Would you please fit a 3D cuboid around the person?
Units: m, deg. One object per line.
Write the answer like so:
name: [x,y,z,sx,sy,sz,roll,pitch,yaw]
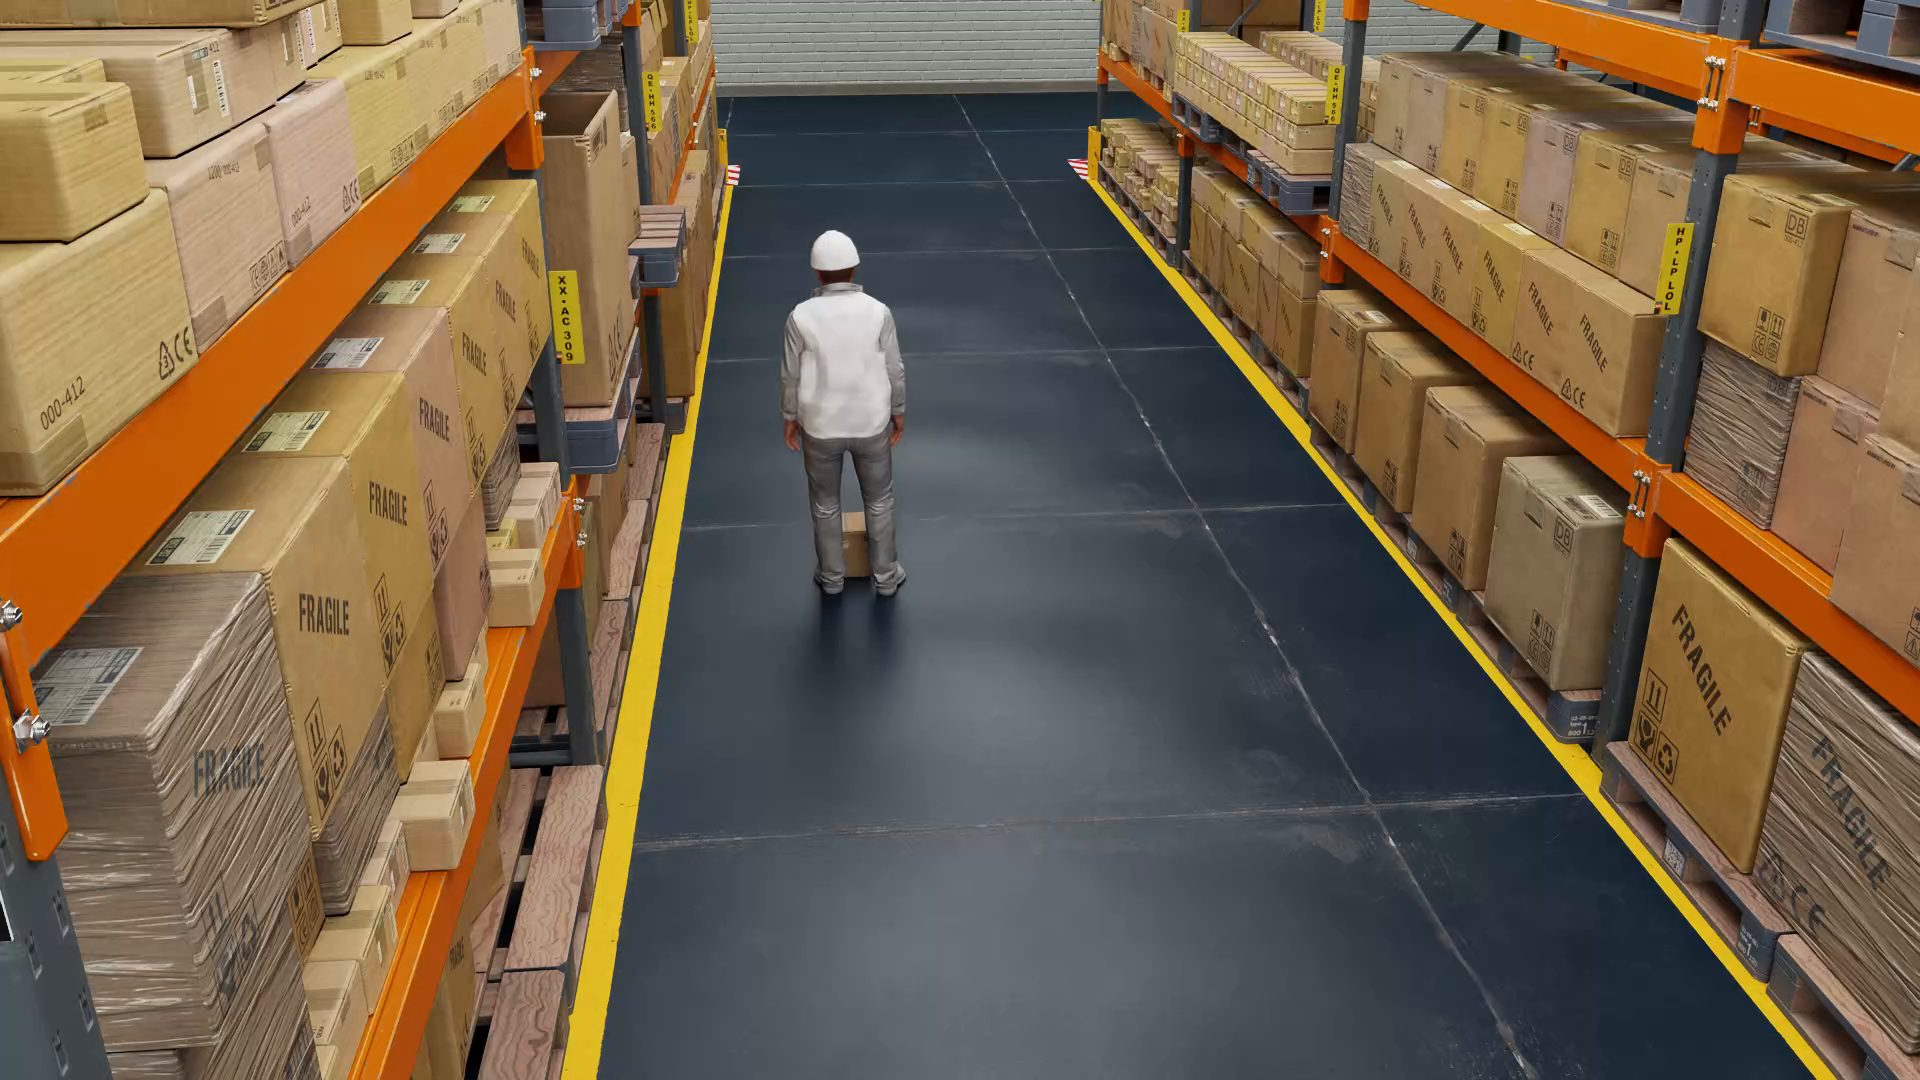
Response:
person: [-3.940,-2.259,6.697,7.411,5.808,11.426,-3,24,-7]
